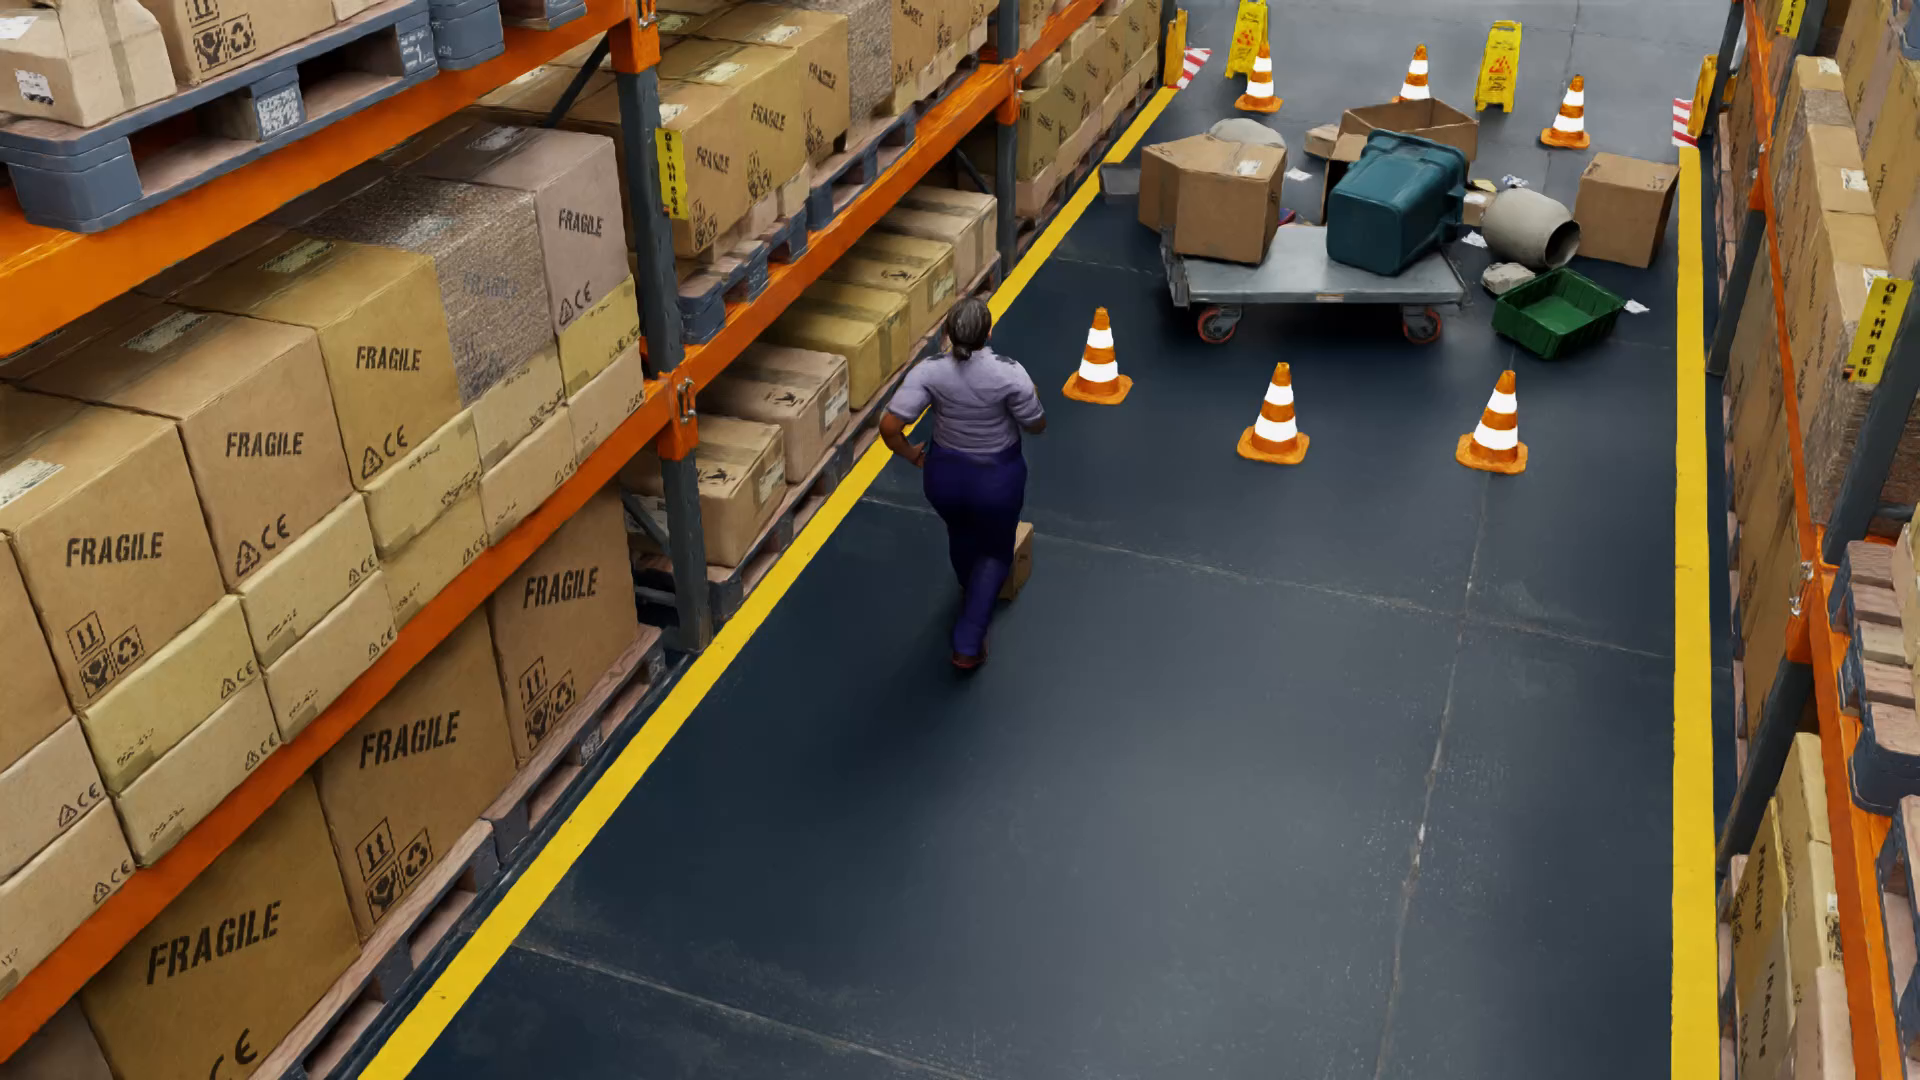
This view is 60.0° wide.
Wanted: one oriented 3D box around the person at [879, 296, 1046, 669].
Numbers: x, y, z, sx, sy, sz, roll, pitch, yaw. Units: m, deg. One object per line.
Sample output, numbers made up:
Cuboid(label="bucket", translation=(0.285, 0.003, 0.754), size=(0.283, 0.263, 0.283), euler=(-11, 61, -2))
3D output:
Cuboid(label="person", translation=(0.083, -0.283, 6.608), size=(0.566, 1.638, 0.799), euler=(11, 35, 16))
